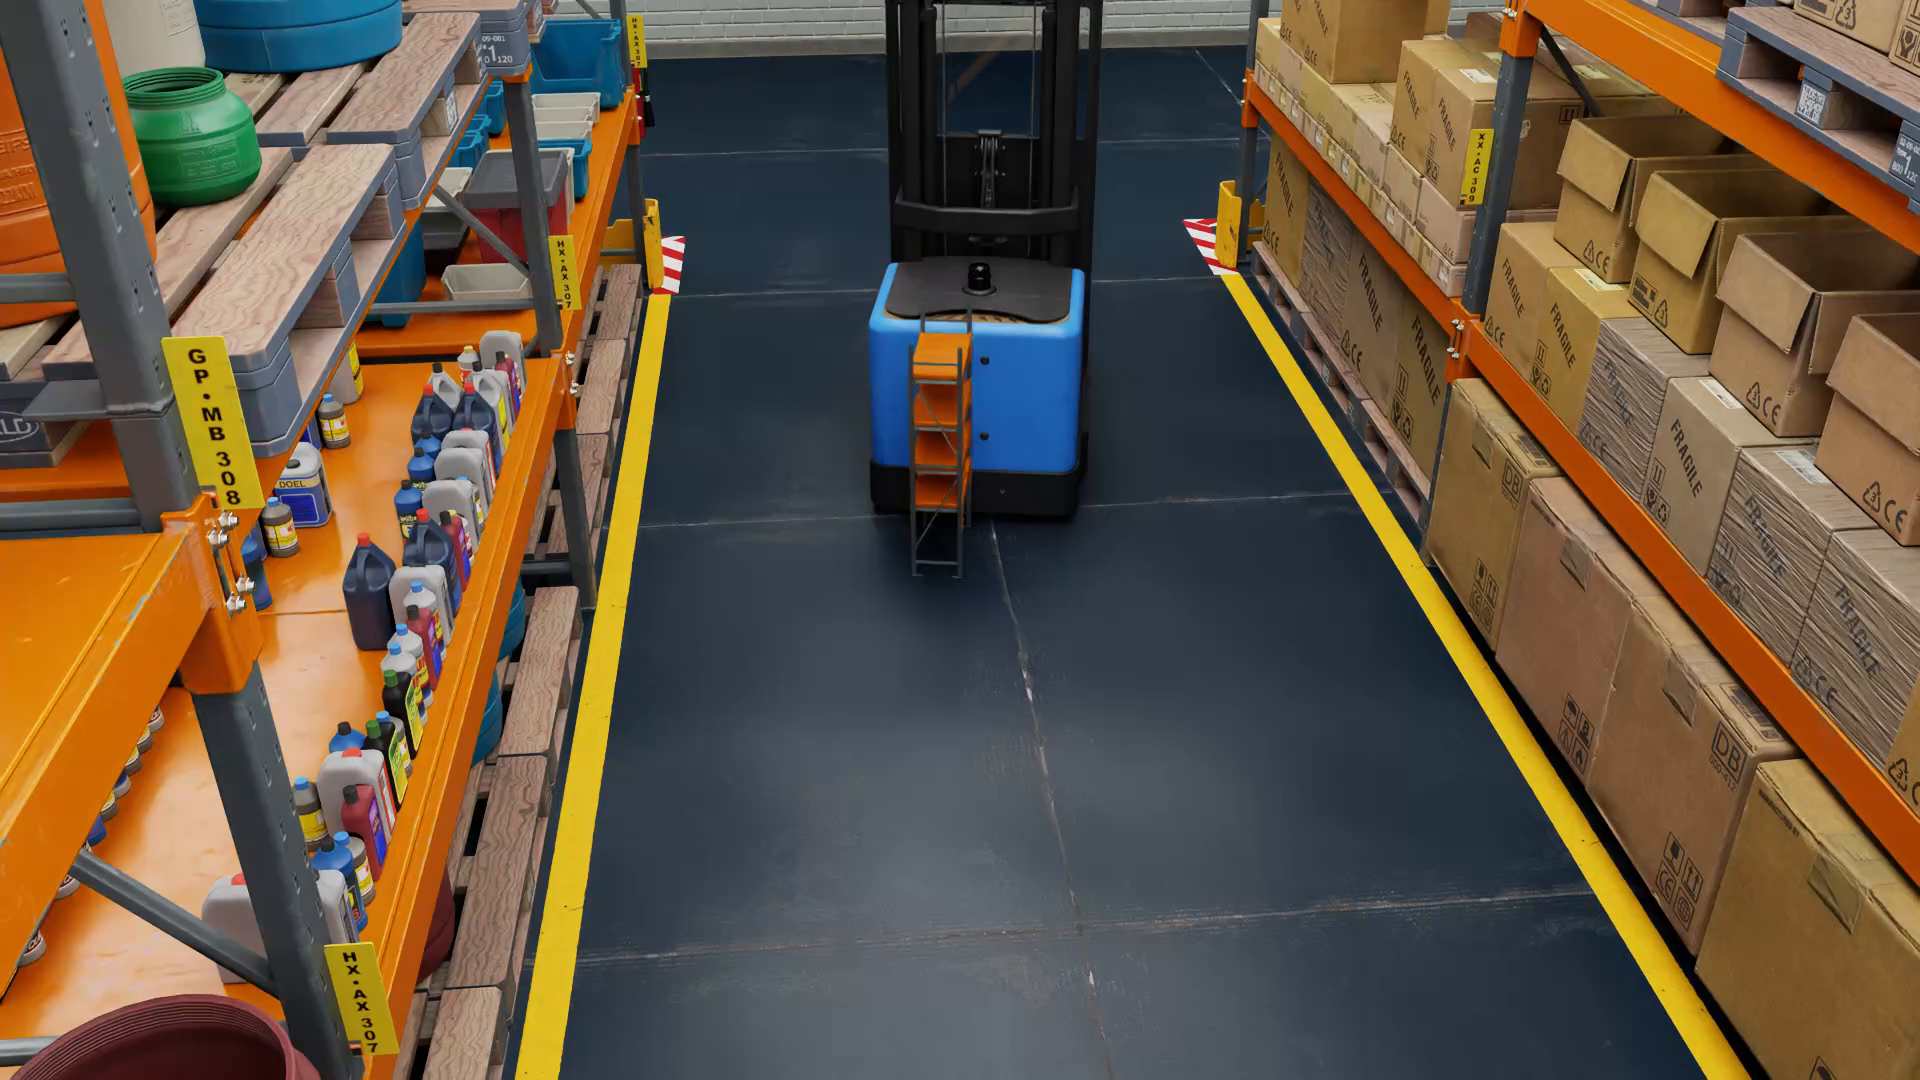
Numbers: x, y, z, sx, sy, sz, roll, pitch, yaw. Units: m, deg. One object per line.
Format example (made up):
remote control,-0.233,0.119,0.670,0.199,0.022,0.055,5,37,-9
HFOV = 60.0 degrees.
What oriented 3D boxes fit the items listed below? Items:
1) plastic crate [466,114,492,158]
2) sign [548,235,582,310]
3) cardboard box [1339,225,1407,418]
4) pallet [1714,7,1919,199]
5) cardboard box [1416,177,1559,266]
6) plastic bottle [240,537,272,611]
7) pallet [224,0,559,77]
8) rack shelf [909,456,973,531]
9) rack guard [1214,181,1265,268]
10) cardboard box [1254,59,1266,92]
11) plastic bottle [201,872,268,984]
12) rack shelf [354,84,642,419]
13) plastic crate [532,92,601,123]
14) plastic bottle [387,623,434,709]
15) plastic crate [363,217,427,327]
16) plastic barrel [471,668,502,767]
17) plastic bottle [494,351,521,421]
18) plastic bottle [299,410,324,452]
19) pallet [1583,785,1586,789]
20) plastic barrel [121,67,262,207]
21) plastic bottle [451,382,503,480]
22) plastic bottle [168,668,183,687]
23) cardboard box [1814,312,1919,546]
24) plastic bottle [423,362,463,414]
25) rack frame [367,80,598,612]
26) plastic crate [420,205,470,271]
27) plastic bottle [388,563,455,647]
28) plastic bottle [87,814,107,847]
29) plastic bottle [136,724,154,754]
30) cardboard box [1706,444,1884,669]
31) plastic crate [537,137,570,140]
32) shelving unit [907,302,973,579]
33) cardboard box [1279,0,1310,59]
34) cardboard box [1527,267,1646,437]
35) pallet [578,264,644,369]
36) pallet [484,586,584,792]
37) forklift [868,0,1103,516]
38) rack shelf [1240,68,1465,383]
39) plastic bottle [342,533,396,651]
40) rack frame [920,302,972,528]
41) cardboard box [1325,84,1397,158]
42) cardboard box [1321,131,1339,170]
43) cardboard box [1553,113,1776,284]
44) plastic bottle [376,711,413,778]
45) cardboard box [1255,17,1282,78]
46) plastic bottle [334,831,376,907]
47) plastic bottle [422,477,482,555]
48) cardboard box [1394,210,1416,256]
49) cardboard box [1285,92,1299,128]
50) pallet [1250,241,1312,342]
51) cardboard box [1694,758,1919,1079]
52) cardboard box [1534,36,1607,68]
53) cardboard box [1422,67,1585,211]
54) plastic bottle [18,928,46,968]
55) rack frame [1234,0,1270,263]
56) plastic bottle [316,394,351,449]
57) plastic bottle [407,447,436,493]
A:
plastic crate,-2.744,-2.147,9.024,0.416,0.233,0.300,-3,31,-5
sign,-1.641,-1.109,6.911,0.100,0.325,0.005,-3,31,-5
cardboard box,2.676,-1.270,9.114,0.875,0.875,0.875,-3,31,-5
pallet,2.896,-1.263,4.699,1.003,0.211,1.213,-1,31,-2
cardboard box,2.440,-1.478,7.656,0.500,0.250,0.500,-3,31,-6
plastic bottle,-2.272,0.089,5.301,0.097,0.271,0.097,0,31,0
pallet,-2.018,-1.776,5.557,1.213,0.211,1.003,-3,31,-5
rack shelf,-0.088,-0.233,7.989,0.258,0.148,0.480,3,31,4
rack guard,2.366,-2.183,11.418,1.175,0.500,0.348,-3,31,-5
cardboard box,2.073,-2.939,10.491,0.380,0.149,0.250,-2,31,-4
plastic bottle,-1.685,0.902,3.936,0.152,0.276,0.135,-3,31,-5
rack shelf,-2.376,-1.677,8.834,1.077,0.370,4.000,-3,31,-5
plastic crate,-2.306,-2.512,9.729,0.396,0.136,0.243,-3,31,-5
plastic bottle,-1.604,0.364,4.841,0.097,0.271,0.097,0,31,0
plastic crate,-2.572,-1.206,7.300,0.392,0.384,0.575,-3,31,-5
plastic barrel,-2.089,0.396,6.299,0.600,0.901,0.708,-3,31,-5
plastic bottle,-1.763,-0.613,6.465,0.061,0.283,0.133,-3,31,-5
plastic bottle,-2.491,-0.470,6.233,0.152,0.276,0.135,-3,31,-5
pallet,3.007,1.010,6.354,1.003,0.211,1.213,-3,31,-5
plastic barrel,-1.685,-0.876,3.608,0.294,0.245,0.294,0,31,0
plastic bottle,-1.760,-0.396,6.035,0.144,0.351,0.185,-3,31,-5
plastic bottle,-2.358,0.246,4.961,0.144,0.351,0.185,-3,31,-5
cardboard box,3.006,-0.340,4.819,0.797,0.503,0.637,-2,31,-3
plastic bottle,-1.921,-0.483,6.182,0.144,0.351,0.185,-3,31,-5
rack frame,-2.189,-0.965,6.940,1.000,3.000,0.127,-3,31,-5
plastic crate,-2.561,-1.431,7.930,0.437,0.125,0.590,-3,31,-5
plastic bottle,-1.663,0.186,5.134,0.152,0.276,0.135,-3,31,-5
plastic bottle,-2.310,0.670,4.329,0.097,0.271,0.097,0,31,0
plastic bottle,-2.347,0.501,4.680,0.097,0.201,0.097,0,31,0
cardboard box,2.731,0.037,5.165,0.500,0.500,0.500,-4,31,-6
plastic crate,-2.197,-2.072,8.992,0.298,0.136,0.250,-3,31,-5
shelving unit,-0.088,-0.461,7.852,0.258,1.200,0.503,3,31,4
cardboard box,2.191,-3.116,9.667,0.500,0.500,0.500,-3,31,-6
cardboard box,2.584,-0.741,6.469,0.500,0.500,0.500,-3,31,-5
pallet,-2.524,-1.387,10.366,1.003,0.211,1.213,-3,31,-5
pallet,-2.158,0.628,6.992,1.003,0.211,1.213,-3,31,-5
forklift,0.192,-2.108,8.921,1.130,2.935,3.031,3,31,4
rack shelf,2.555,-1.914,9.231,1.077,0.370,4.000,-3,31,-5
plastic bottle,-1.813,0.148,5.124,0.144,0.351,0.185,-3,31,-5
rack frame,-0.066,-0.586,8.061,0.240,1.200,0.015,3,31,4
cardboard box,2.297,-2.262,8.967,0.500,0.250,0.500,-3,31,-6
cardboard box,2.218,-2.154,9.176,0.380,0.149,0.250,-4,31,-6
cardboard box,2.810,-1.350,6.509,0.797,0.503,0.637,-4,31,-6
plastic bottle,-1.573,0.562,4.578,0.097,0.201,0.097,0,31,0
cardboard box,2.145,-3.050,10.286,0.500,0.250,0.500,-4,31,-6
plastic bottle,-1.527,0.816,4.152,0.097,0.201,0.097,0,31,0
plastic bottle,-1.715,-0.095,5.604,0.152,0.276,0.135,-3,31,-5
cardboard box,2.340,-1.497,8.075,0.380,0.149,0.250,-3,31,-5
cardboard box,2.148,-2.545,9.830,0.380,0.149,0.250,-3,31,-5
pallet,2.521,-1.643,10.794,1.003,0.211,1.213,-3,31,-5
cardboard box,3.072,1.219,4.947,1.225,0.875,0.875,-4,31,-7
cardboard box,2.914,-2.096,7.959,0.500,0.500,0.500,-3,31,-5
cardboard box,2.433,-1.809,7.479,0.500,0.500,0.500,-2,31,-3
plastic bottle,-2.270,0.917,3.983,0.097,0.201,0.097,0,31,0
rack frame,2.369,-3.244,10.756,1.000,3.000,0.127,-3,31,-5
plastic bottle,-2.368,-0.453,6.278,0.097,0.201,0.097,0,31,0
plastic bottle,-1.859,-0.196,5.778,0.097,0.271,0.097,0,31,0
